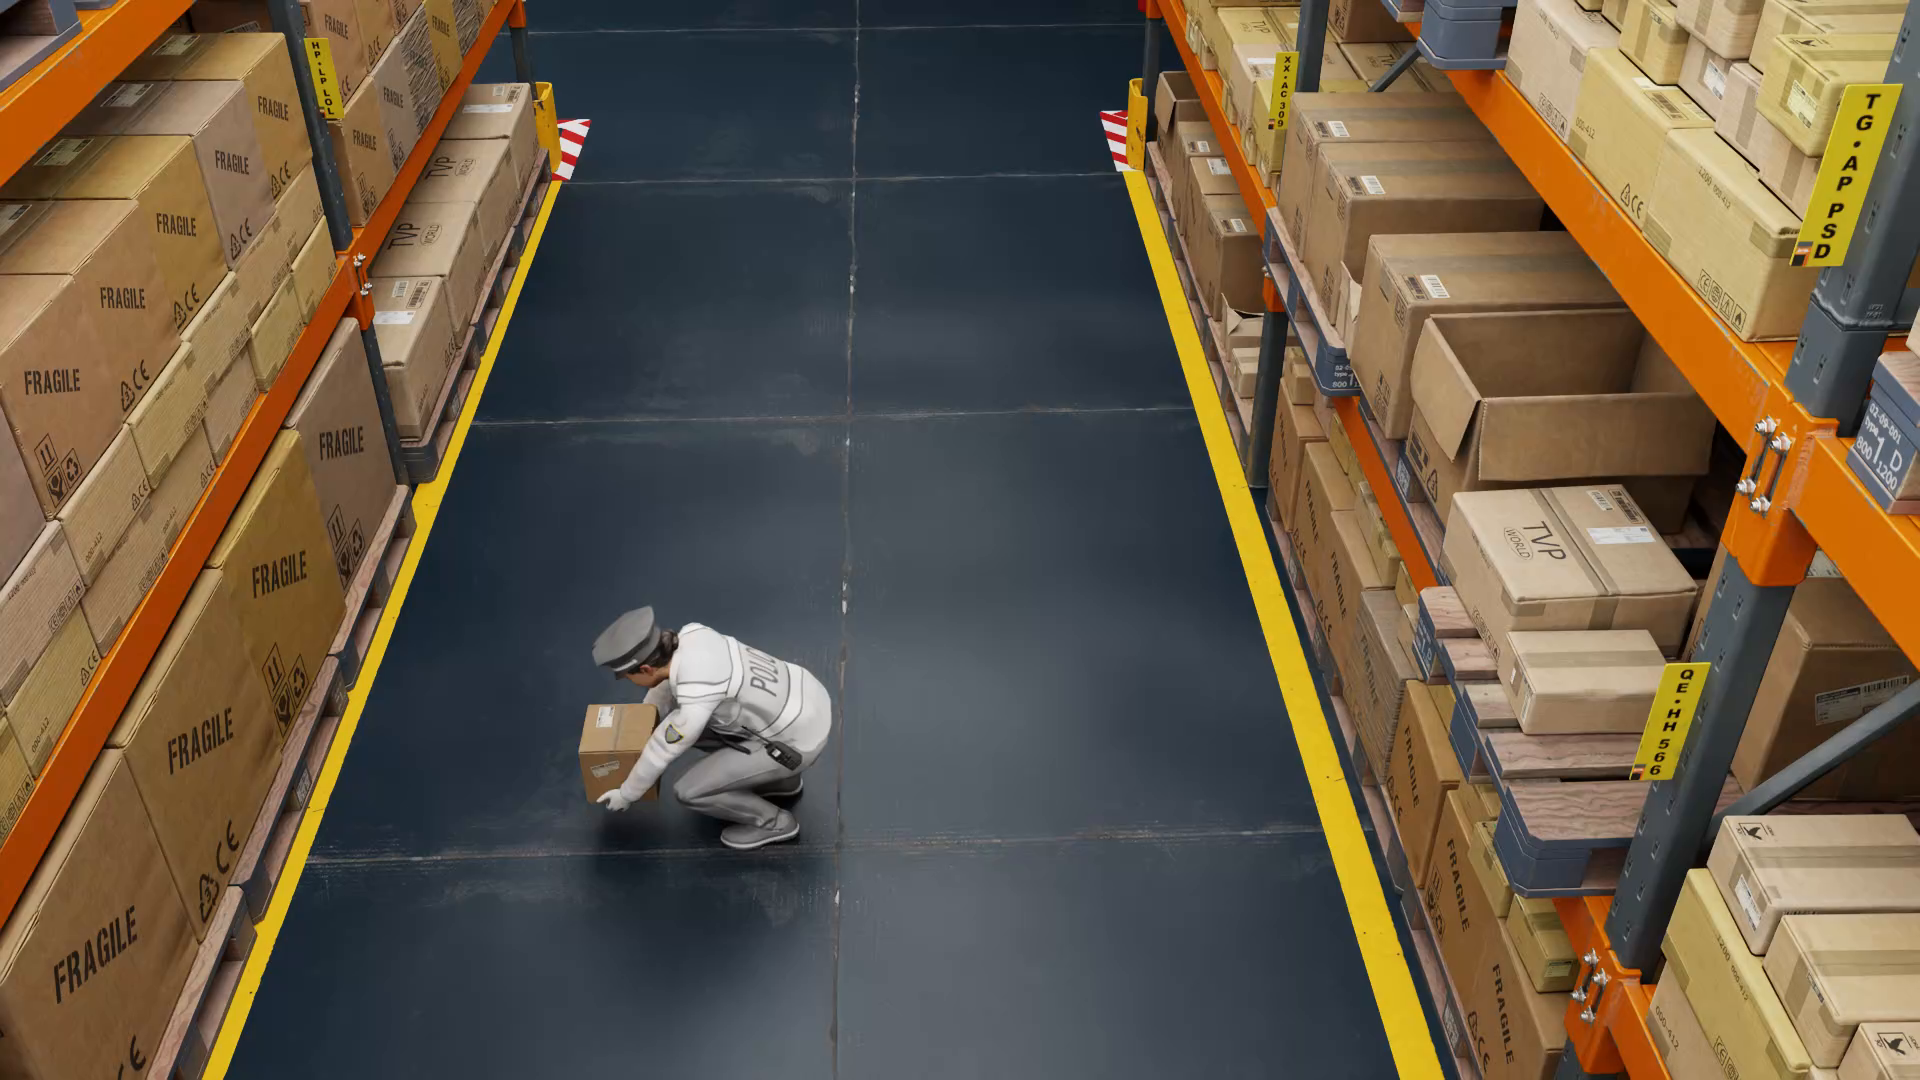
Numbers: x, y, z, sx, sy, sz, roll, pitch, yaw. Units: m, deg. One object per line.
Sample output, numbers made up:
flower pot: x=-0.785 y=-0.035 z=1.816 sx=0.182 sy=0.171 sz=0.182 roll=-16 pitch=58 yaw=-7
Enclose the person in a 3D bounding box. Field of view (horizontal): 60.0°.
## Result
person: x=-0.875 y=0.630 z=5.867 sx=0.840 sy=0.978 sz=0.469 roll=-2 pitch=35 yaw=-3
